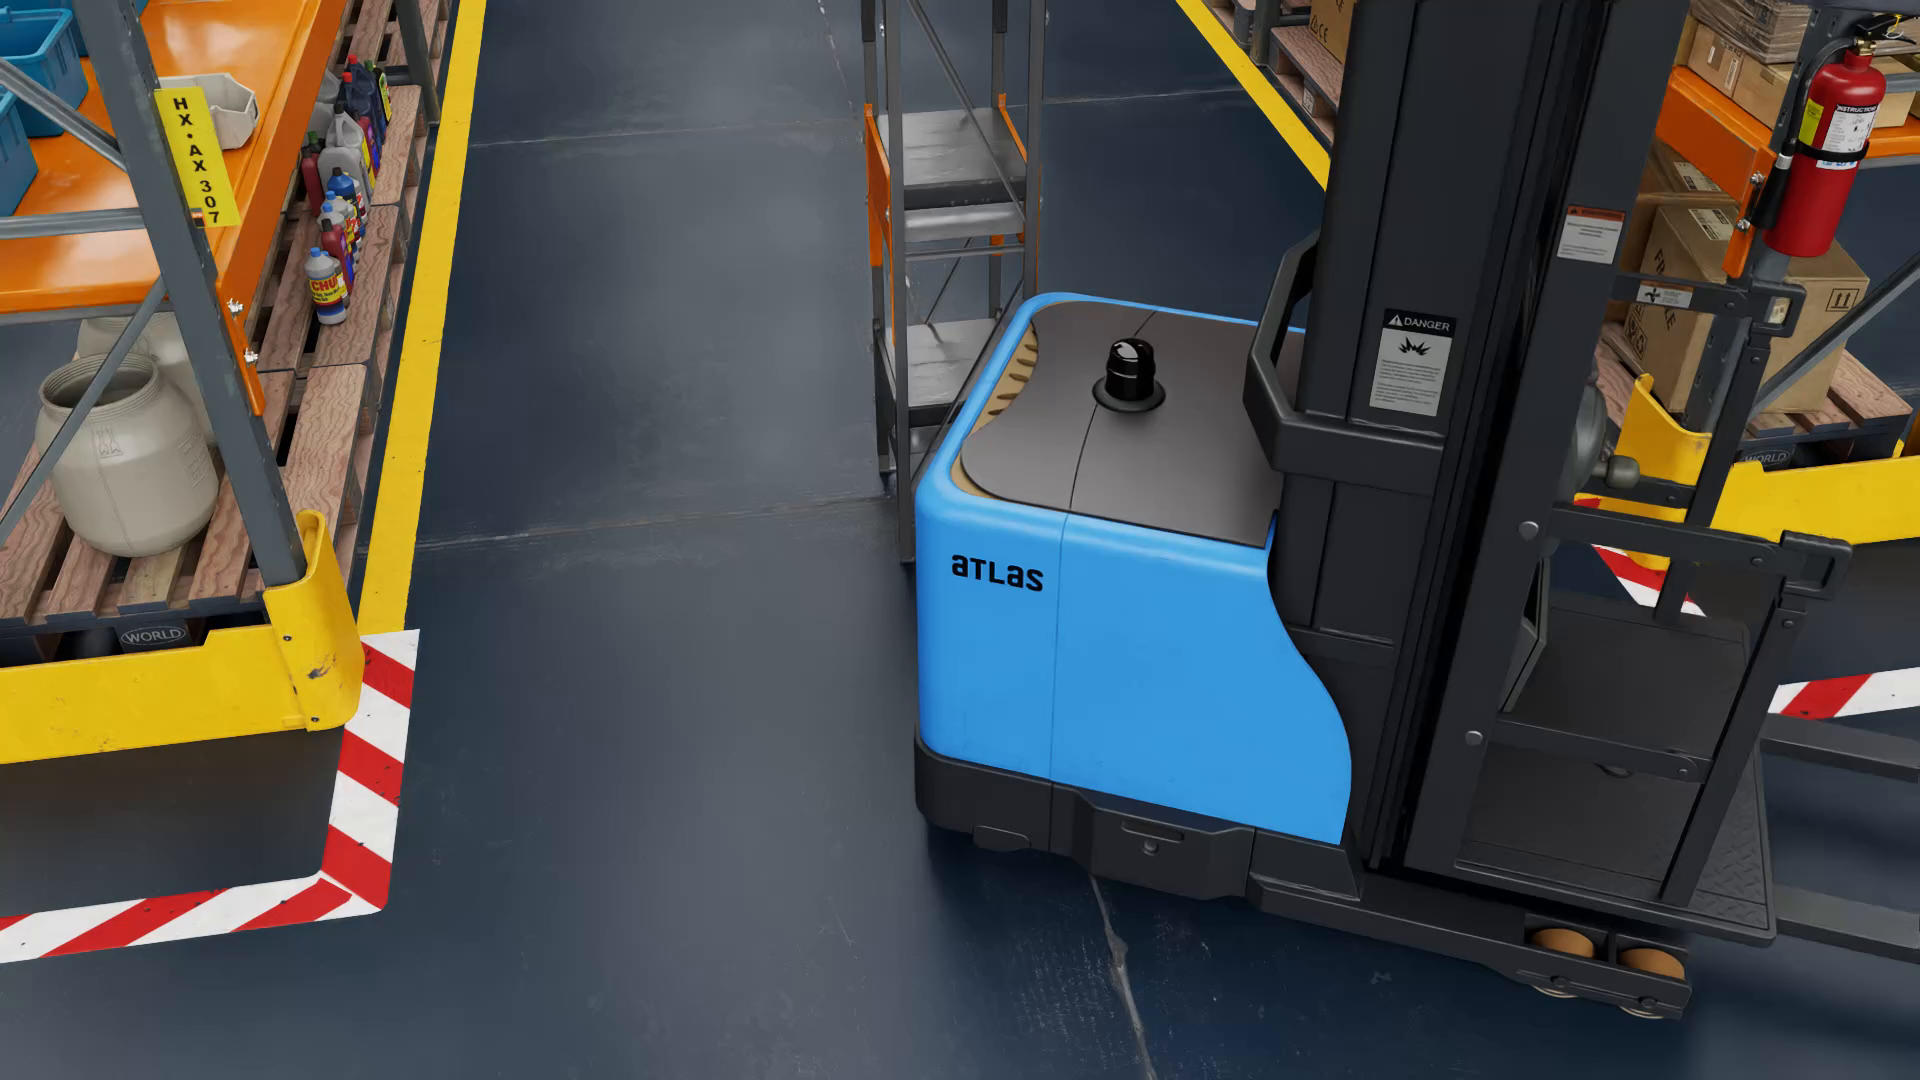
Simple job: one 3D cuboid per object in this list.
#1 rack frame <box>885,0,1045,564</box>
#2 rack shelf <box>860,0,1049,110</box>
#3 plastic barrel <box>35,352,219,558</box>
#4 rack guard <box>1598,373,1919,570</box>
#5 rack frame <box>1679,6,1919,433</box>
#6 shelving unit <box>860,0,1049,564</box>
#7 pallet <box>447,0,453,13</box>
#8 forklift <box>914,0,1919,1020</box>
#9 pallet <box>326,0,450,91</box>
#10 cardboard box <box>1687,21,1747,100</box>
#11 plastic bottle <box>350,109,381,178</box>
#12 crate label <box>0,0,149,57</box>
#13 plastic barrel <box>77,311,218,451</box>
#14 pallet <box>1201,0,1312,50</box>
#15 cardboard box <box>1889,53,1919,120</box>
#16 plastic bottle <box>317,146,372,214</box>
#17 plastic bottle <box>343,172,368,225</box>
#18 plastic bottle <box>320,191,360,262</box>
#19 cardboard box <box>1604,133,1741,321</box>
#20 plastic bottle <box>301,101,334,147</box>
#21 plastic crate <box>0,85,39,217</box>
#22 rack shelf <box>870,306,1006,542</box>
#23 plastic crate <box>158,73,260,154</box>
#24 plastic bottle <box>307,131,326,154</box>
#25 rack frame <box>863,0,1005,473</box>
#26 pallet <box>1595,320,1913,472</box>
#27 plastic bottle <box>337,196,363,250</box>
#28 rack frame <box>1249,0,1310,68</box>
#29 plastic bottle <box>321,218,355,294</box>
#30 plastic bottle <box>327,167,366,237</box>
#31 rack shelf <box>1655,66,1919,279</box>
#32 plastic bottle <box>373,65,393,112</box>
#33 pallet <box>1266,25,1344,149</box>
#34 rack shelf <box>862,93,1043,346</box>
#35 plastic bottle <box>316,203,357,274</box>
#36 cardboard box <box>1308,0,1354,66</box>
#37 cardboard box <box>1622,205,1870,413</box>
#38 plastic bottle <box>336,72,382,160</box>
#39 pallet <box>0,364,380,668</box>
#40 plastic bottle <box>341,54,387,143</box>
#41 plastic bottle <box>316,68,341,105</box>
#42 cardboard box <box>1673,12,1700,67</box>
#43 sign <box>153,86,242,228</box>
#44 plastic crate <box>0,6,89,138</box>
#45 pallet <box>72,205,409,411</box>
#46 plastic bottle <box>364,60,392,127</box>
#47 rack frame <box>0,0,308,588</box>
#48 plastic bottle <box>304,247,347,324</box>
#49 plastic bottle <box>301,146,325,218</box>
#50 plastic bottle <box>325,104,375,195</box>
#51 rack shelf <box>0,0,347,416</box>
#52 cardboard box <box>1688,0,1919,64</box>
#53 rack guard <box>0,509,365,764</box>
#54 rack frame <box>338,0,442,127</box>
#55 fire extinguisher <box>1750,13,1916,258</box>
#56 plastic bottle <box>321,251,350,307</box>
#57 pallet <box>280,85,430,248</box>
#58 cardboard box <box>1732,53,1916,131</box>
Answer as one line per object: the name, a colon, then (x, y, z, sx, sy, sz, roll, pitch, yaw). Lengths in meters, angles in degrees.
rack frame: (0.014, -0.782, 4.545, 0.400, 2.100, 0.015, -6, 38, -8)
rack shelf: (-0.029, -1.471, 4.313, 0.431, 0.518, 0.480, -6, 38, -8)
plastic barrel: (-2.408, -0.245, 4.806, 0.421, 0.512, 0.421, 0, 38, 0)
rack guard: (2.646, -0.264, 5.182, 1.175, 0.500, 0.348, -6, 38, -8)
rack frame: (2.659, -1.205, 4.356, 1.000, 3.000, 0.127, -6, 38, -8)
shelving unit: (-0.029, -0.929, 4.735, 0.431, 2.100, 0.503, -6, 38, -8)
pallet: (-3.312, -3.196, 9.192, 1.003, 0.211, 1.213, -6, 38, -8)
forklift: (1.461, -0.423, 3.405, 3.031, 2.935, 1.130, 11, 39, 14)
pallet: (-3.095, -2.457, 8.241, 1.003, 0.211, 1.213, -6, 38, -8)
cardboard box: (2.362, -1.407, 4.821, 0.380, 0.149, 0.250, -6, 38, -8)
plastic bottle: (-2.419, -1.622, 6.748, 0.061, 0.283, 0.133, -4, 38, -5)
crate label: (-2.806, -1.769, 5.053, 0.502, 0.435, 0.616, -6, 38, -8)
plastic barrel: (-2.496, -0.548, 5.196, 0.421, 0.512, 0.421, 0, 38, 0)
pallet: (1.820, -2.990, 8.927, 1.003, 0.211, 1.213, -6, 38, -8)
cardboard box: (2.844, -1.304, 4.688, 0.380, 0.149, 0.250, -6, 38, -8)
plastic bottle: (-2.407, -1.419, 6.493, 0.152, 0.276, 0.135, -6, 38, -7)
plastic bottle: (-2.359, -1.321, 6.428, 0.097, 0.201, 0.097, 0, 38, 0)
plastic bottle: (-2.306, -1.165, 6.170, 0.097, 0.271, 0.097, 0, 38, 0)
cardboard box: (2.427, -1.120, 5.942, 0.500, 0.500, 0.500, 3, 38, 4)
plastic bottle: (-2.630, -1.682, 6.831, 0.152, 0.276, 0.135, -6, 38, -8)
plastic crate: (-2.600, -0.884, 4.064, 0.499, 0.251, 0.616, -6, 38, -8)
rack shelf: (-0.029, -0.366, 5.172, 0.431, 0.518, 0.480, -6, 38, -8)
plastic crate: (-2.057, -1.144, 4.492, 0.298, 0.136, 0.250, -6, 38, -8)
plastic bottle: (-2.528, -1.494, 6.584, 0.061, 0.283, 0.133, -6, 38, -8)
rack frame: (-0.072, -1.077, 4.924, 0.400, 2.100, 0.015, -6, 38, -8)
pallet: (2.538, -0.644, 5.907, 1.003, 0.211, 1.213, -6, 38, -8)
plastic bottle: (-2.323, -1.197, 6.268, 0.097, 0.201, 0.097, 0, 38, 0)
rack frame: (1.958, -3.621, 7.466, 1.000, 3.000, 0.127, -6, 38, -8)
plastic bottle: (-2.250, -1.041, 6.000, 0.061, 0.283, 0.133, -6, 38, -7)
plastic bottle: (-2.342, -1.287, 6.327, 0.097, 0.271, 0.097, 0, 38, 0)
rack shelf: (2.308, -2.129, 6.132, 1.077, 0.370, 4.000, -6, 38, -8)
plastic bottle: (-2.548, -1.972, 7.265, 0.097, 0.201, 0.097, 0, 38, 0)
pallet: (2.110, -2.118, 7.804, 1.003, 0.211, 1.213, -6, 38, -8)
rack shelf: (-0.029, -0.918, 4.743, 0.431, 0.518, 0.480, -6, 38, -8)
plastic bottle: (-2.289, -1.104, 6.092, 0.097, 0.271, 0.097, 0, 38, 0)
cardboard box: (1.988, -2.554, 7.788, 0.500, 0.500, 0.500, -7, 38, -9)
cardboard box: (2.566, -0.763, 5.482, 0.500, 0.500, 0.500, 0, 38, 1)
plastic bottle: (-2.488, -1.742, 6.848, 0.144, 0.351, 0.185, -8, 39, -10)
pallet: (-2.414, -0.103, 5.211, 1.003, 0.211, 1.213, -6, 38, -8)
plastic bottle: (-2.522, -1.858, 6.997, 0.144, 0.351, 0.185, -7, 38, -9)
plastic bottle: (-2.664, -1.843, 6.977, 0.144, 0.351, 0.185, -6, 38, -8)
cardboard box: (2.268, -1.553, 5.008, 0.380, 0.149, 0.250, -6, 38, -8)
sign: (-1.675, -0.838, 3.659, 0.100, 0.325, 0.005, -6, 38, -8)
plastic crate: (-2.708, -1.277, 4.570, 0.499, 0.251, 0.408, -6, 38, -8)
pallet: (-2.625, -0.839, 6.158, 1.003, 0.211, 1.213, -6, 38, -8)
plastic bottle: (-2.510, -1.934, 7.151, 0.061, 0.283, 0.133, -4, 38, -6)
rack frame: (-2.217, -0.673, 3.671, 1.000, 3.000, 0.127, -6, 38, -8)
plastic bottle: (-2.228, -0.897, 5.825, 0.097, 0.271, 0.097, 0, 38, 0)
plastic bottle: (-2.512, -1.410, 6.476, 0.061, 0.283, 0.133, -6, 38, -8)
plastic bottle: (-2.432, -1.547, 6.597, 0.144, 0.351, 0.185, -6, 38, -8)
rack shelf: (-2.568, -1.596, 5.446, 1.077, 0.370, 4.000, -6, 38, -8)
cardboard box: (2.589, -1.697, 4.666, 0.875, 0.500, 0.500, -6, 38, -8)
rack guard: (-2.277, 0.274, 4.490, 1.175, 0.500, 0.348, -6, 38, -8)
rack frame: (-2.919, -3.089, 6.781, 1.000, 3.000, 0.127, -6, 38, -8)
fire extinguisher: (2.225, -1.056, 4.227, 0.296, 0.674, 0.183, -6, 38, -8)
plastic bottle: (-2.247, -0.932, 5.927, 0.097, 0.201, 0.097, 0, 38, 0)
pallet: (-2.842, -1.577, 7.108, 1.003, 0.211, 1.213, -6, 38, -8)
cardboard box: (2.406, -1.256, 4.626, 0.380, 0.149, 0.250, -6, 38, -8)
